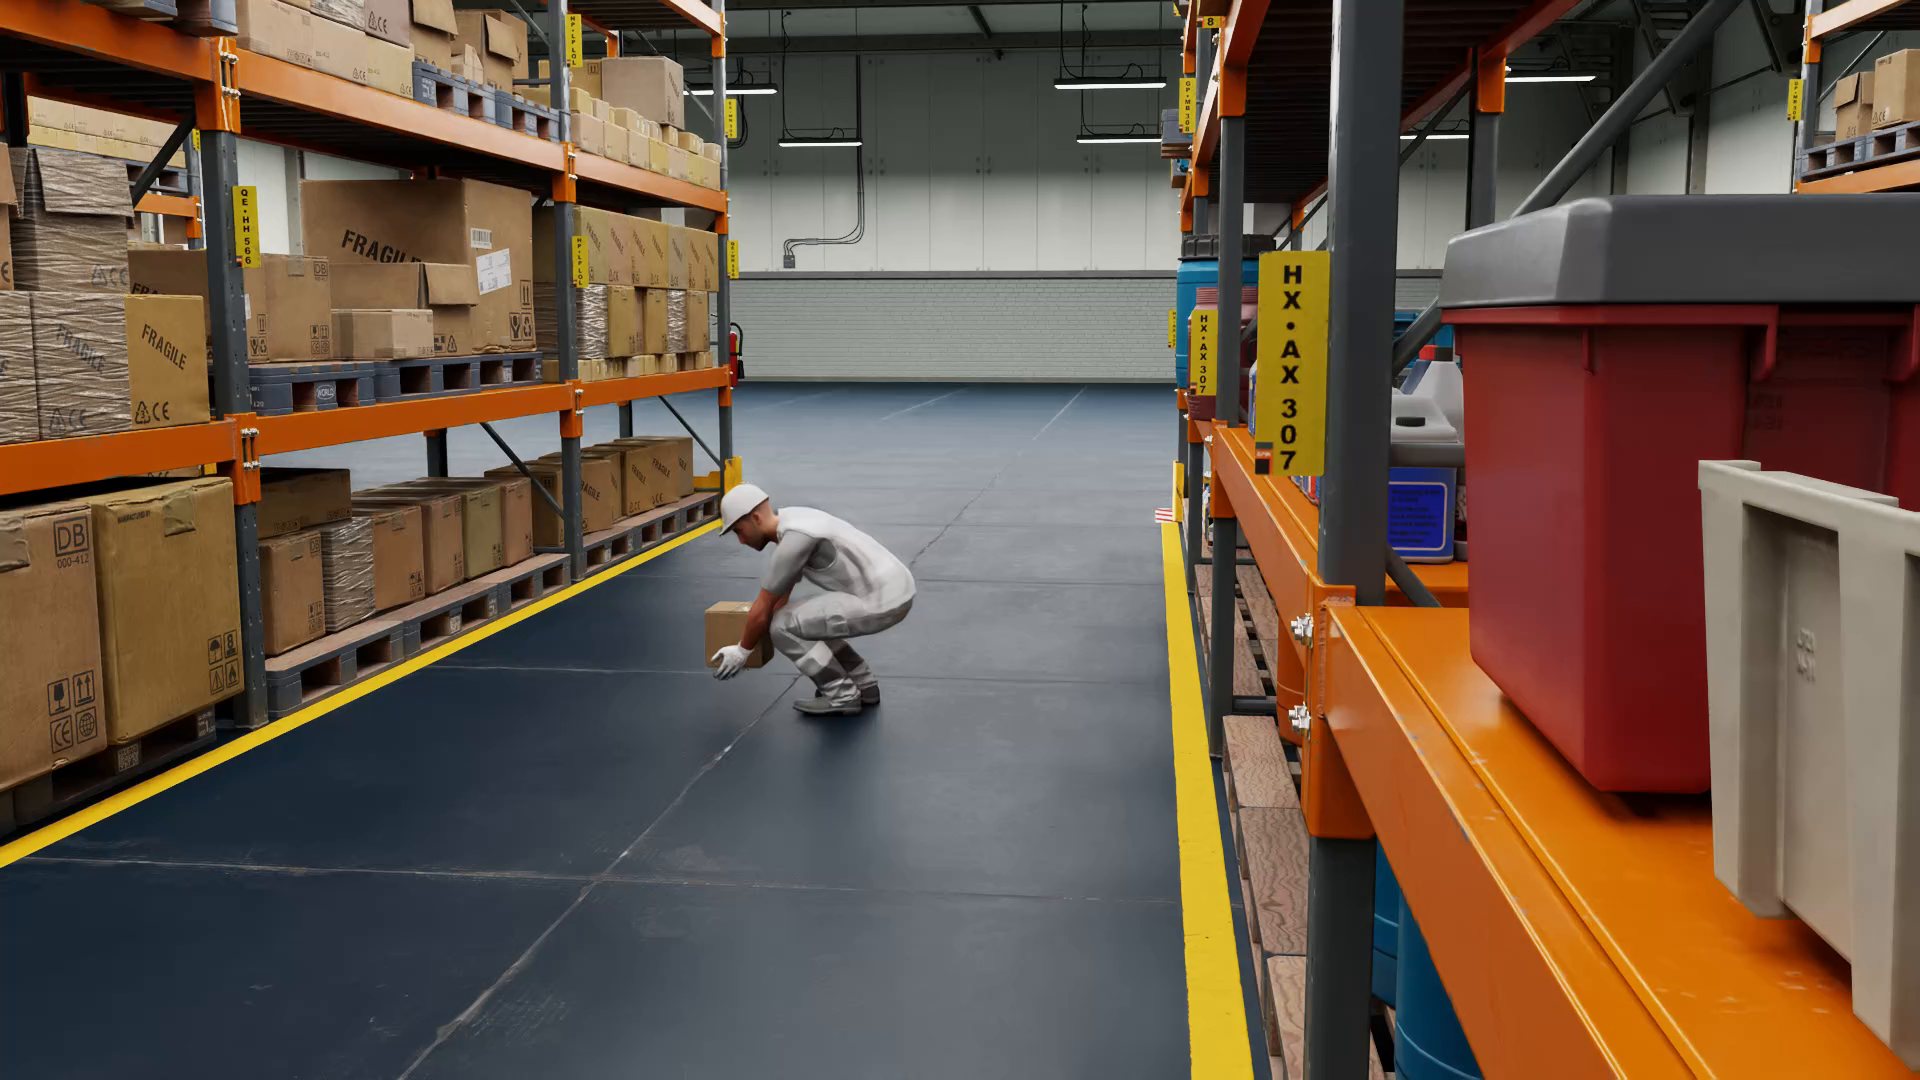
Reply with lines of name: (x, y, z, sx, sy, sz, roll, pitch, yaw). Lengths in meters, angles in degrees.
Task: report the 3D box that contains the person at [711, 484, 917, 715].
person: (-0.636, 0.255, 7.295, 0.881, 1.004, 0.575, 1, 8, 6)
